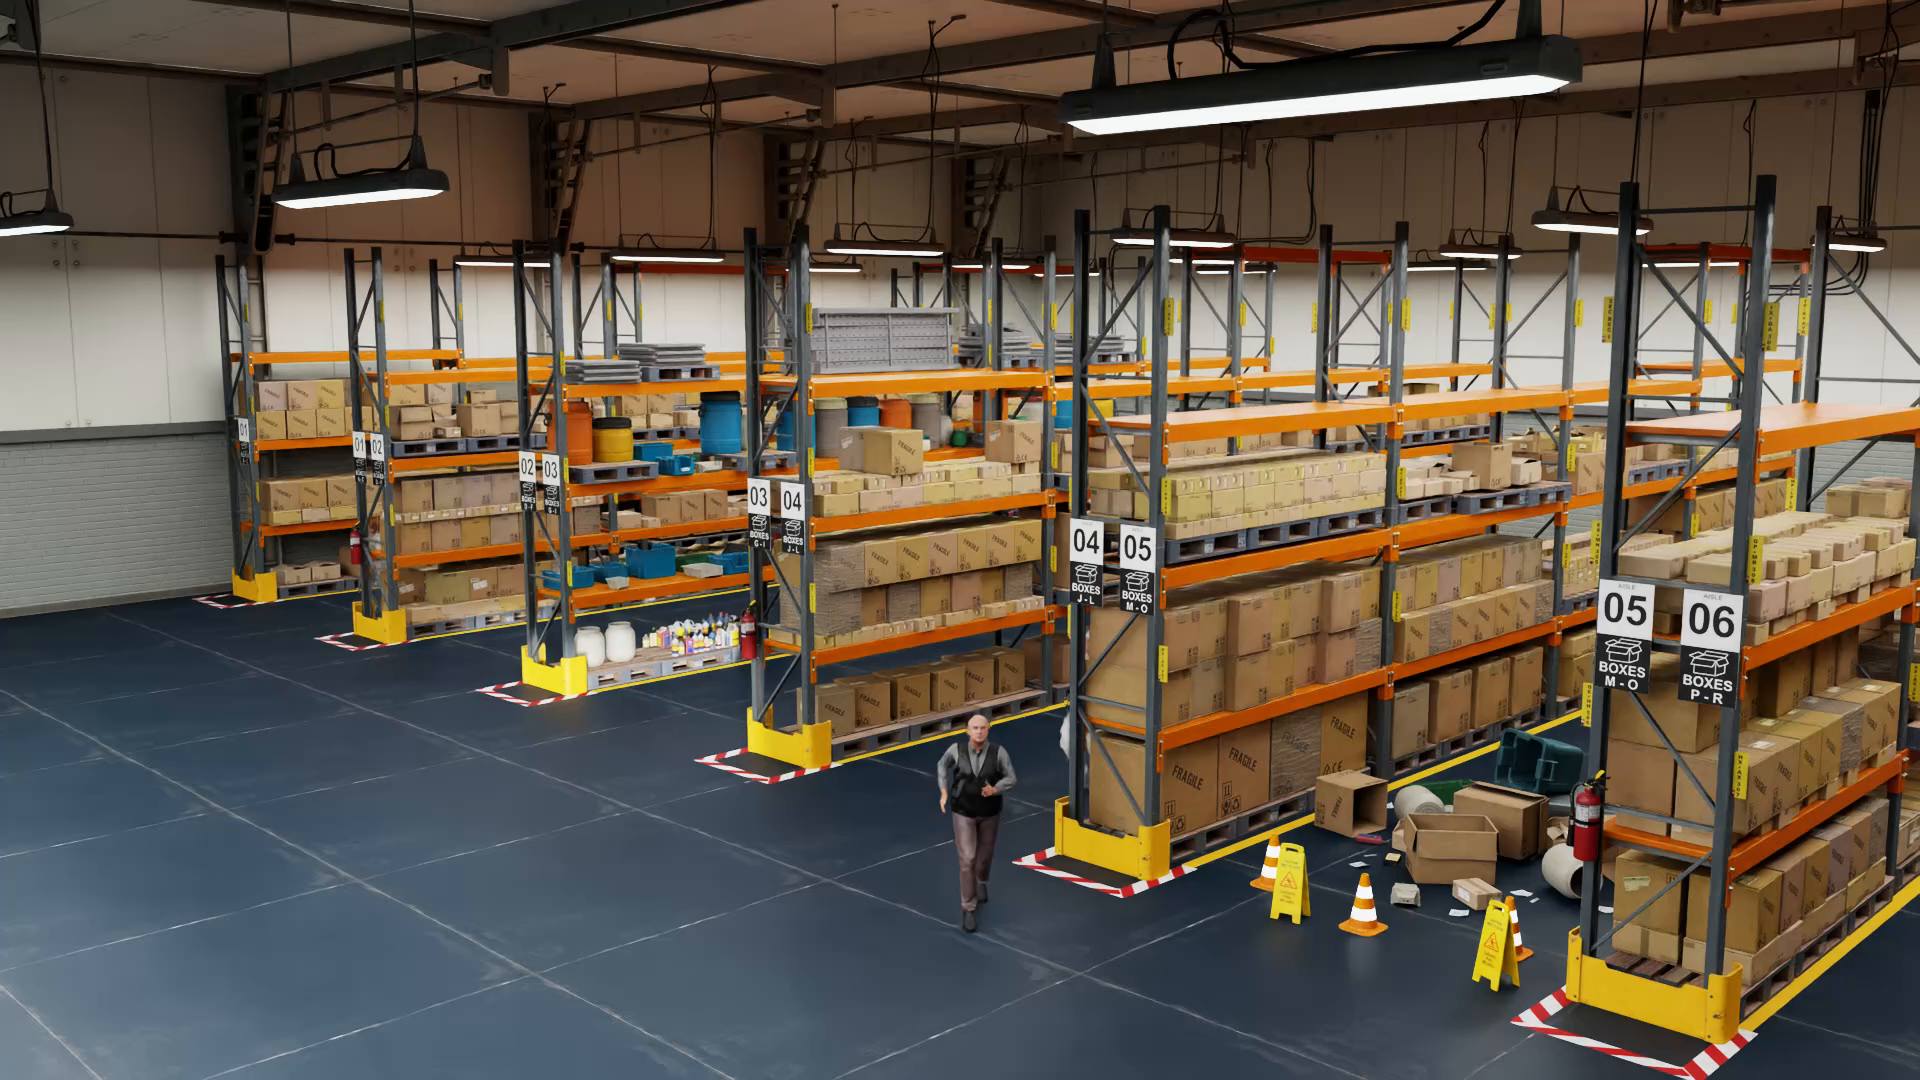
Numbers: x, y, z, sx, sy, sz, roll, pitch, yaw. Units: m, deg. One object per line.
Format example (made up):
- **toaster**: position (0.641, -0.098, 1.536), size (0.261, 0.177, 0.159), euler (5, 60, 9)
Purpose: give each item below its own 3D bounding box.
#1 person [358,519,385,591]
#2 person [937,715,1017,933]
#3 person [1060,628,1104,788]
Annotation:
- **person**: position (-9.715, 0.473, 27.579), size (0.503, 1.644, 0.710), euler (5, 9, 31)
- **person**: position (0.148, 2.321, 14.019), size (0.657, 1.736, 0.879), euler (-1, 8, -5)
- **person**: position (1.317, 1.817, 17.522), size (0.637, 1.797, 0.659), euler (7, 11, 40)
